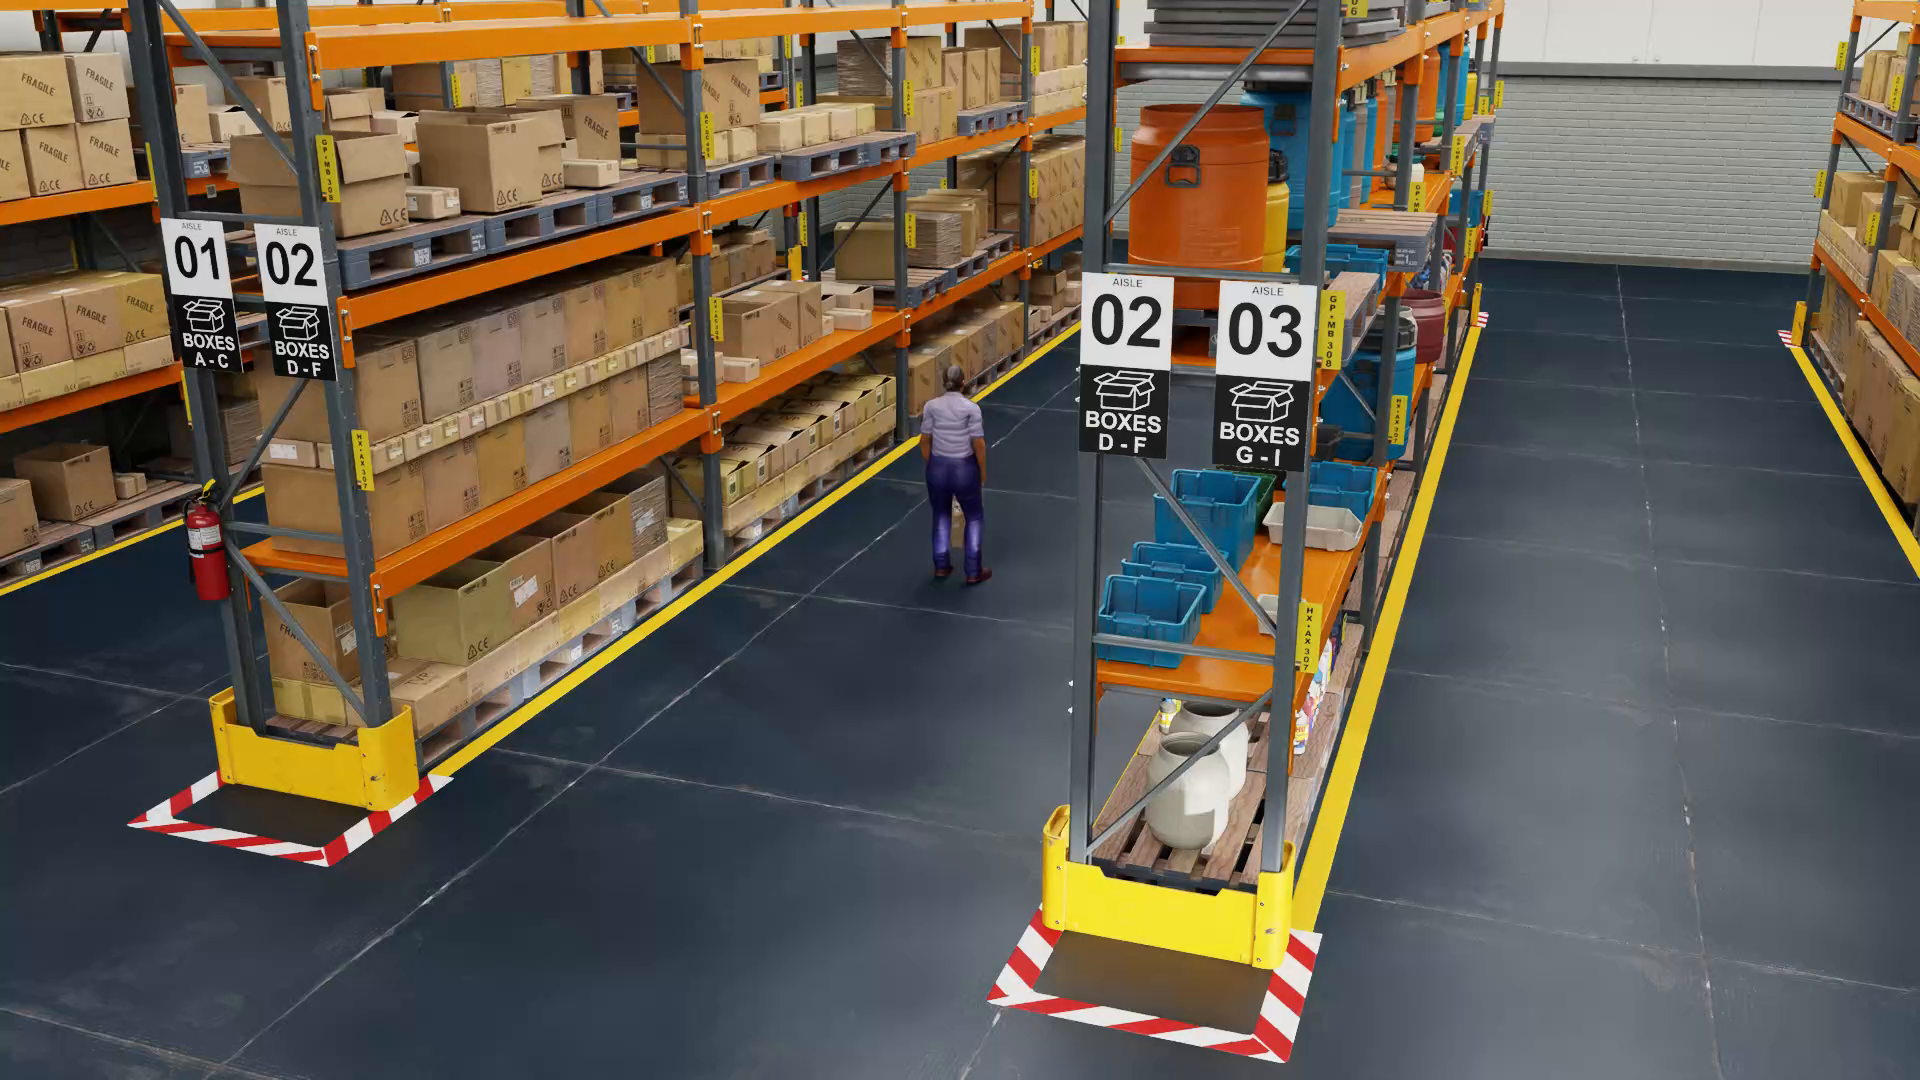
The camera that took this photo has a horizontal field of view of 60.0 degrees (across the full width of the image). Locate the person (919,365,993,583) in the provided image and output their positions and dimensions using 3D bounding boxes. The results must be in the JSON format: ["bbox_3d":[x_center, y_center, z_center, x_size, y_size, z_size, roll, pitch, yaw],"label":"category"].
[{"bbox_3d":[-0.030,-0.502,12.548,0.532,1.654,0.421,6,20,17],"label":"person"}]
